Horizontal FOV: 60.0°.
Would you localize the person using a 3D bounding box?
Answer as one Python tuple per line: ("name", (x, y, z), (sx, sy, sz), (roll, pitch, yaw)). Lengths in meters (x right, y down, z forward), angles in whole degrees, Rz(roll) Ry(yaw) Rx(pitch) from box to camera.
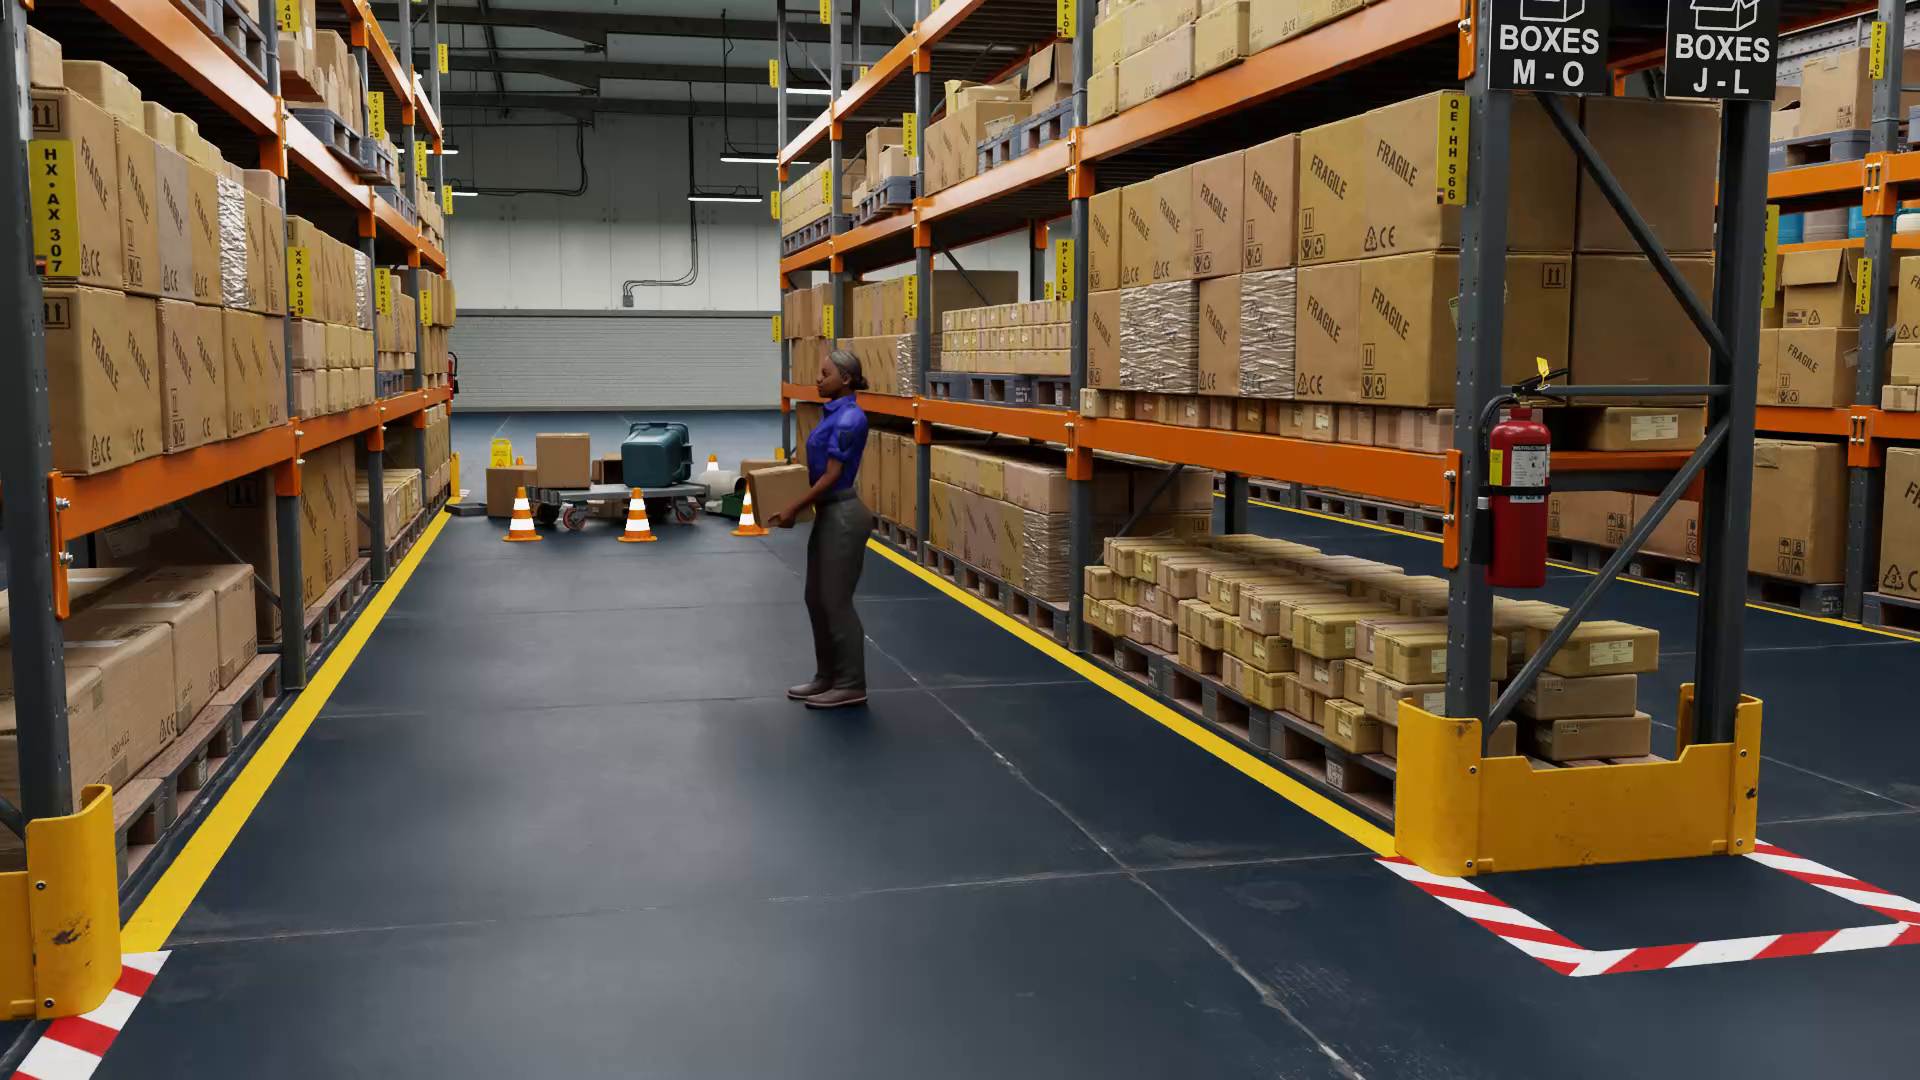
("person", (-0.664, -0.056, 7.764), (0.502, 1.656, 0.442), (-2, 6, -14))
